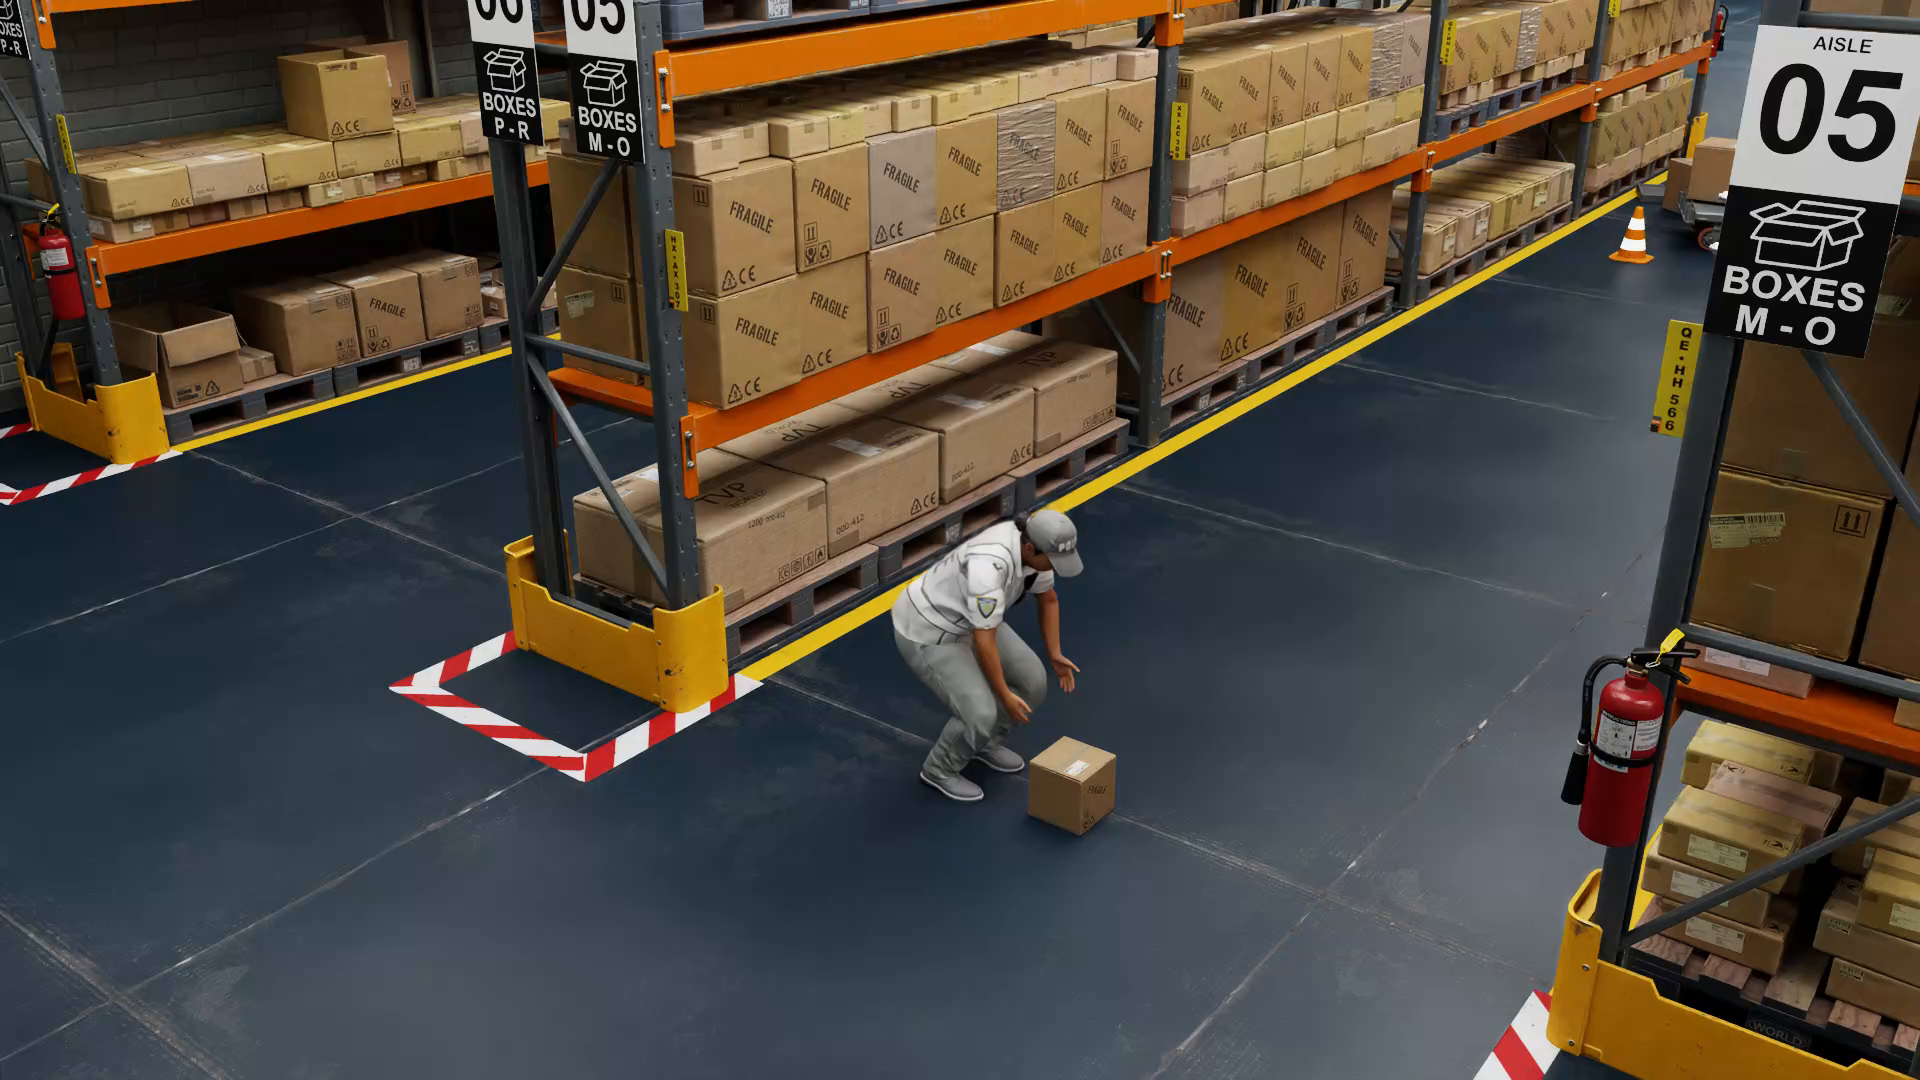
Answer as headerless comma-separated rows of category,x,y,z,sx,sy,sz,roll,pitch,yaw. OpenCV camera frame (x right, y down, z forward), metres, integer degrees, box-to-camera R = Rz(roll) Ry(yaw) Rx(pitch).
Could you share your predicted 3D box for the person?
person,0.127,0.411,6.669,0.786,1.265,0.540,17,29,33
